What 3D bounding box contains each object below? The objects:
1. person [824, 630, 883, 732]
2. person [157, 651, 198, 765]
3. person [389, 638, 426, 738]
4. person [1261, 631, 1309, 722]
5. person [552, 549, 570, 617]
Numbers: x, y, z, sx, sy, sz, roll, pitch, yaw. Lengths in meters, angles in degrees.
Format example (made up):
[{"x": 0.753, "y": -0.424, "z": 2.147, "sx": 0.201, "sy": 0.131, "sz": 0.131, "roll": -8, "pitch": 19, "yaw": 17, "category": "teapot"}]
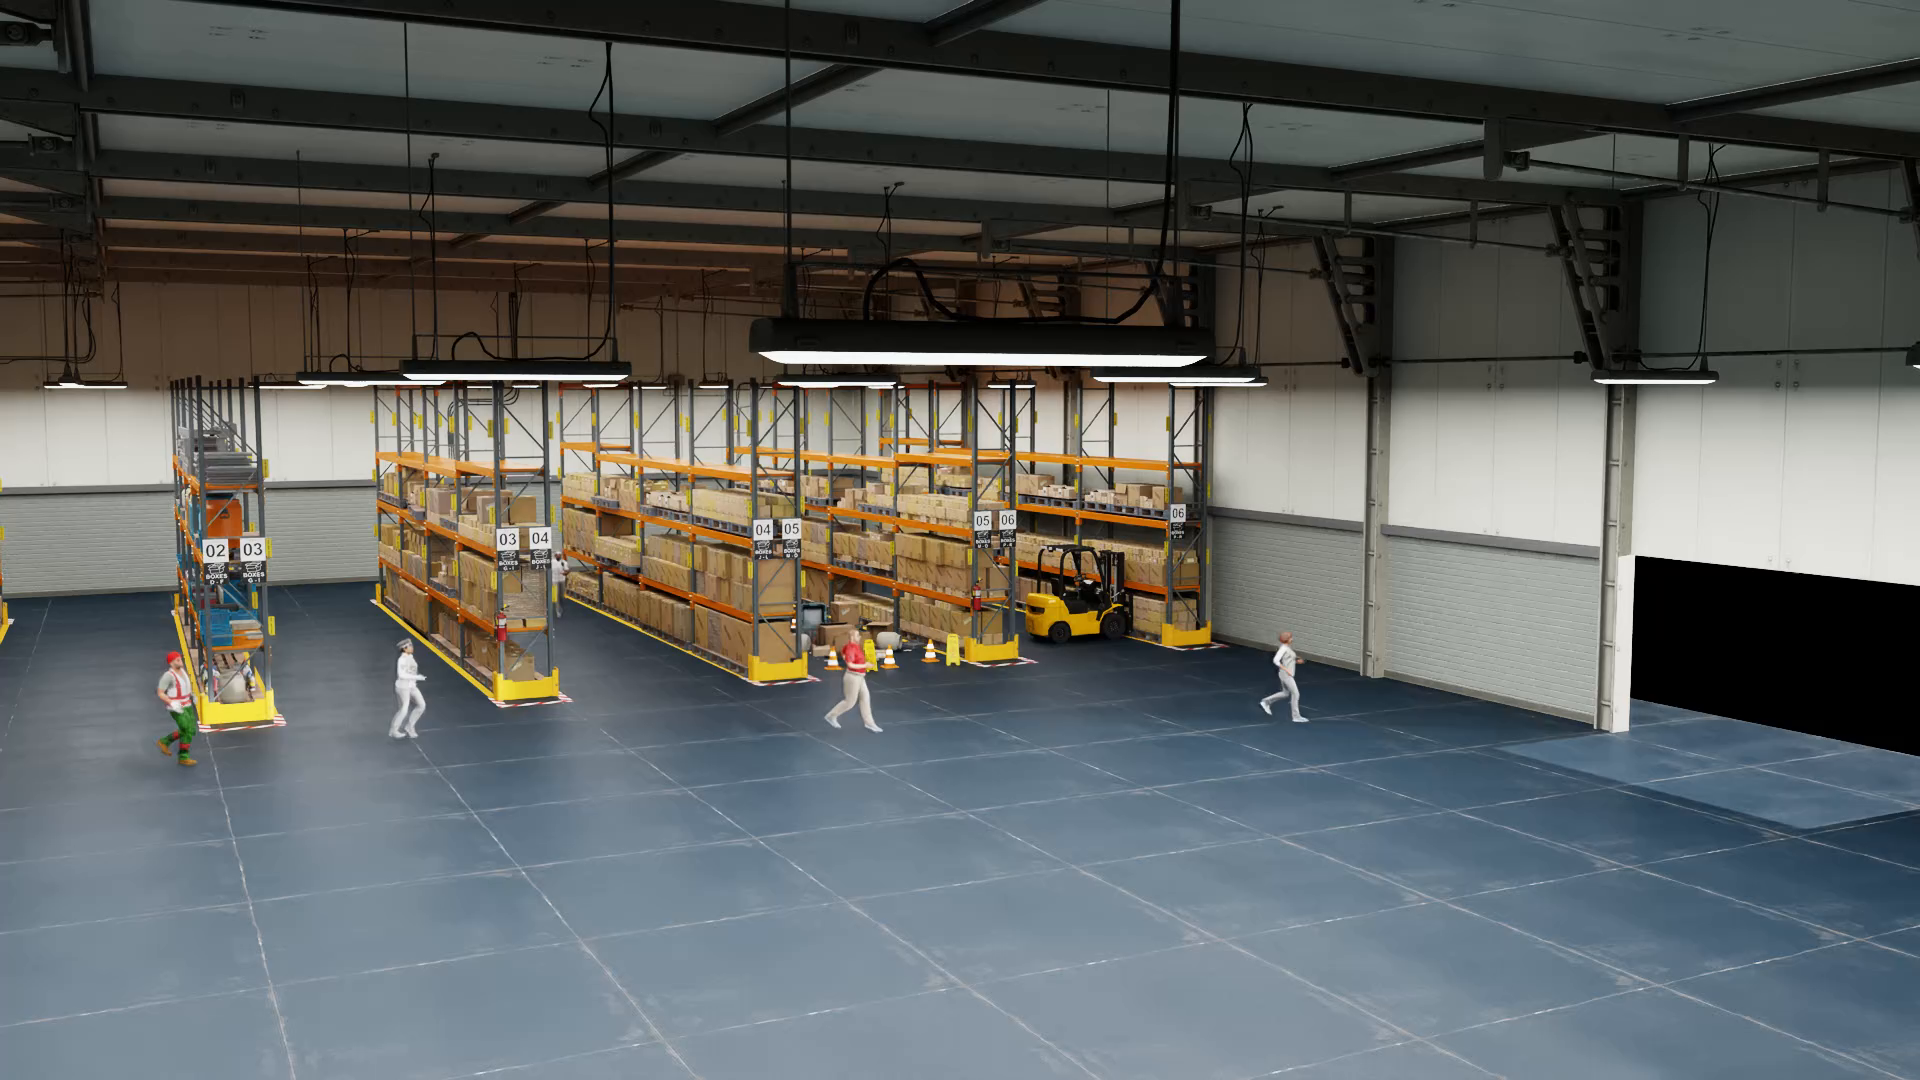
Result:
[{"x": -1.795, "y": 2.373, "z": 27.946, "sx": 0.969, "sy": 1.753, "sz": 0.660, "roll": 1, "pitch": 5, "yaw": 7, "category": "person"}, {"x": -12.072, "y": 2.583, "z": 25.585, "sx": 0.635, "sy": 1.758, "sz": 0.651, "roll": 0, "pitch": 5, "yaw": 4, "category": "person"}, {"x": -9.099, "y": 2.459, "z": 27.403, "sx": 0.678, "sy": 1.715, "sz": 0.608, "roll": 0, "pitch": 5, "yaw": 3, "category": "person"}, {"x": 5.638, "y": 2.363, "z": 28.854, "sx": 0.841, "sy": 1.572, "sz": 0.546, "roll": 1, "pitch": 5, "yaw": 15, "category": "person"}, {"x": -10.278, "y": 1.080, "z": 42.539, "sx": 0.559, "sy": 1.707, "sz": 0.831, "roll": -2, "pitch": 6, "yaw": -23, "category": "person"}]
